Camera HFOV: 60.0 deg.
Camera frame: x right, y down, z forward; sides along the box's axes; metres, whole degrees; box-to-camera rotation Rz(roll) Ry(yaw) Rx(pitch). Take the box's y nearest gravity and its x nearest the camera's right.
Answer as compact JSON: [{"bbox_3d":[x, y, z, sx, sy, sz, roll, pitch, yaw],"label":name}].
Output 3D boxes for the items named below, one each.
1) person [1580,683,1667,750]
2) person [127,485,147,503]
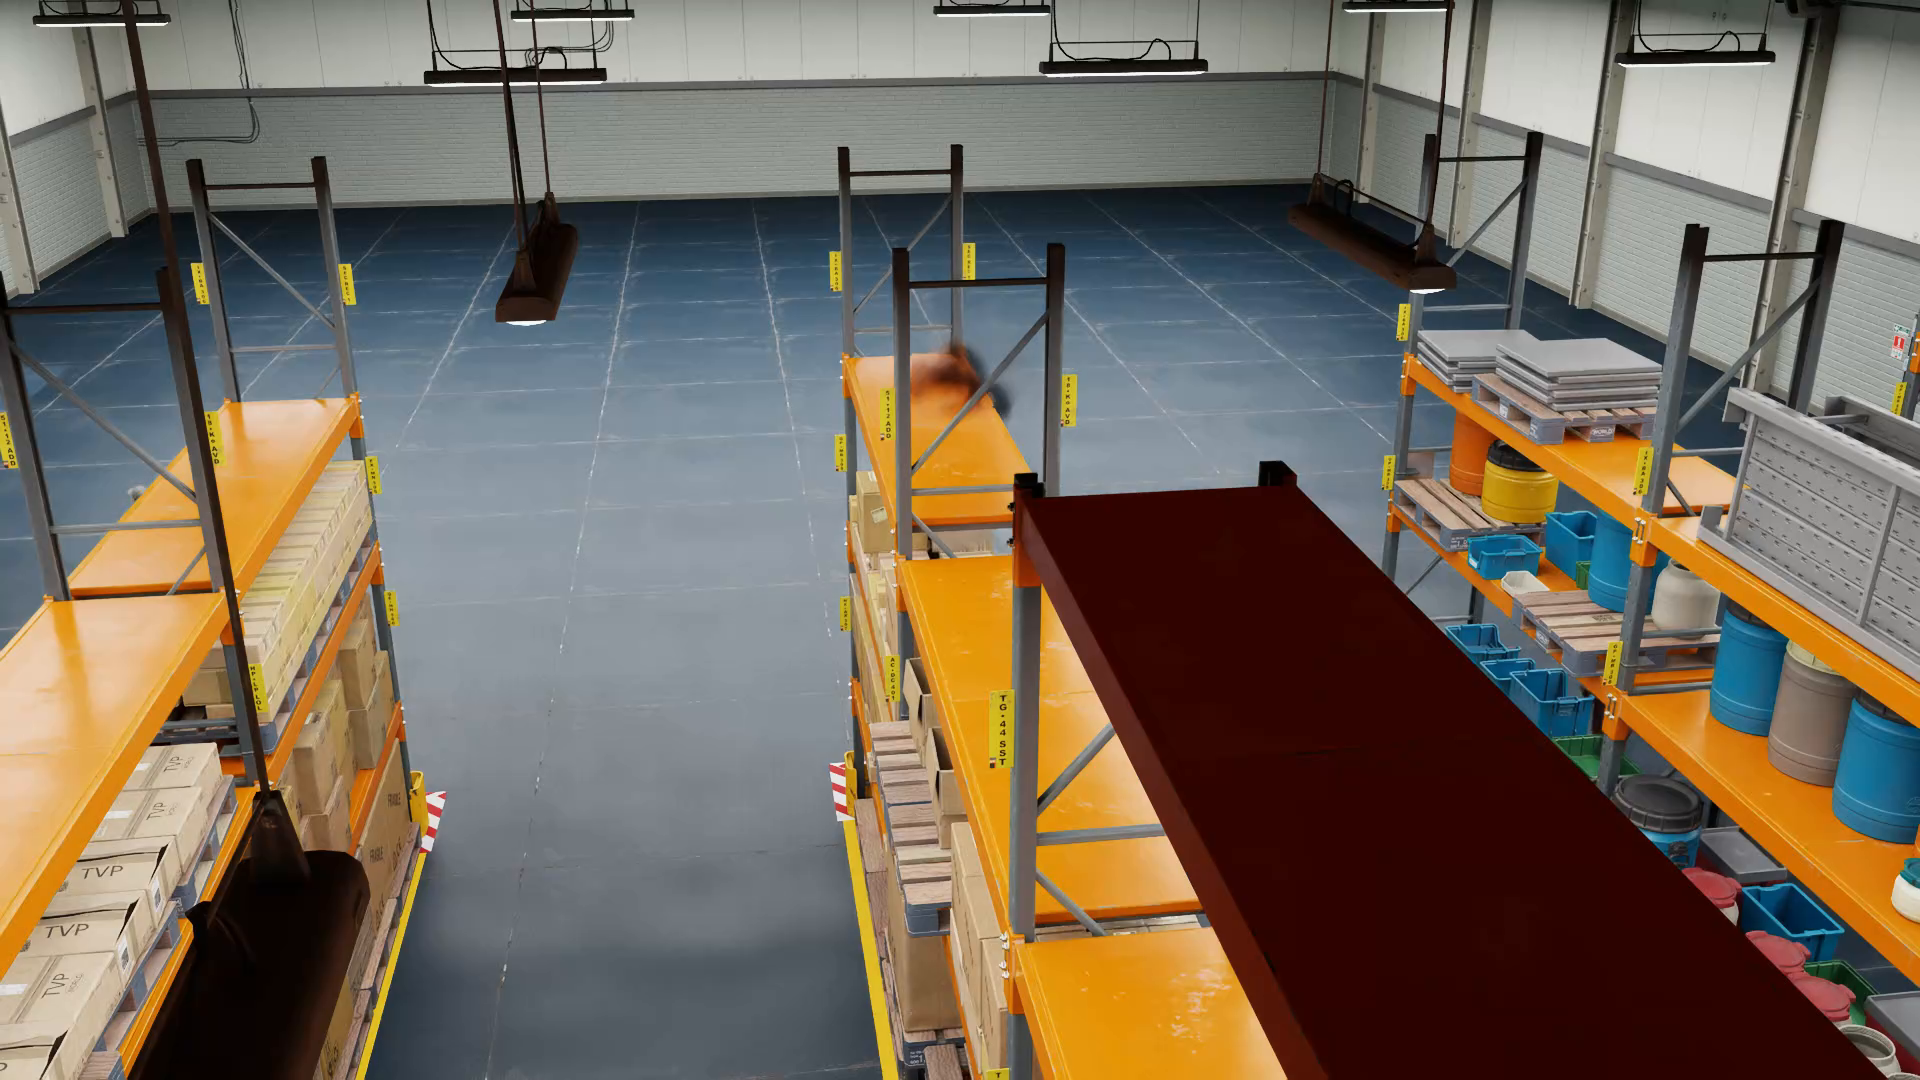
[{"bbox_3d":[5.910,1.682,14.982,0.646,1.806,1.008,-6,22,-14],"label":"person"},{"bbox_3d":[-9.205,0.188,18.956,0.706,1.695,0.590,17,27,37],"label":"person"}]
